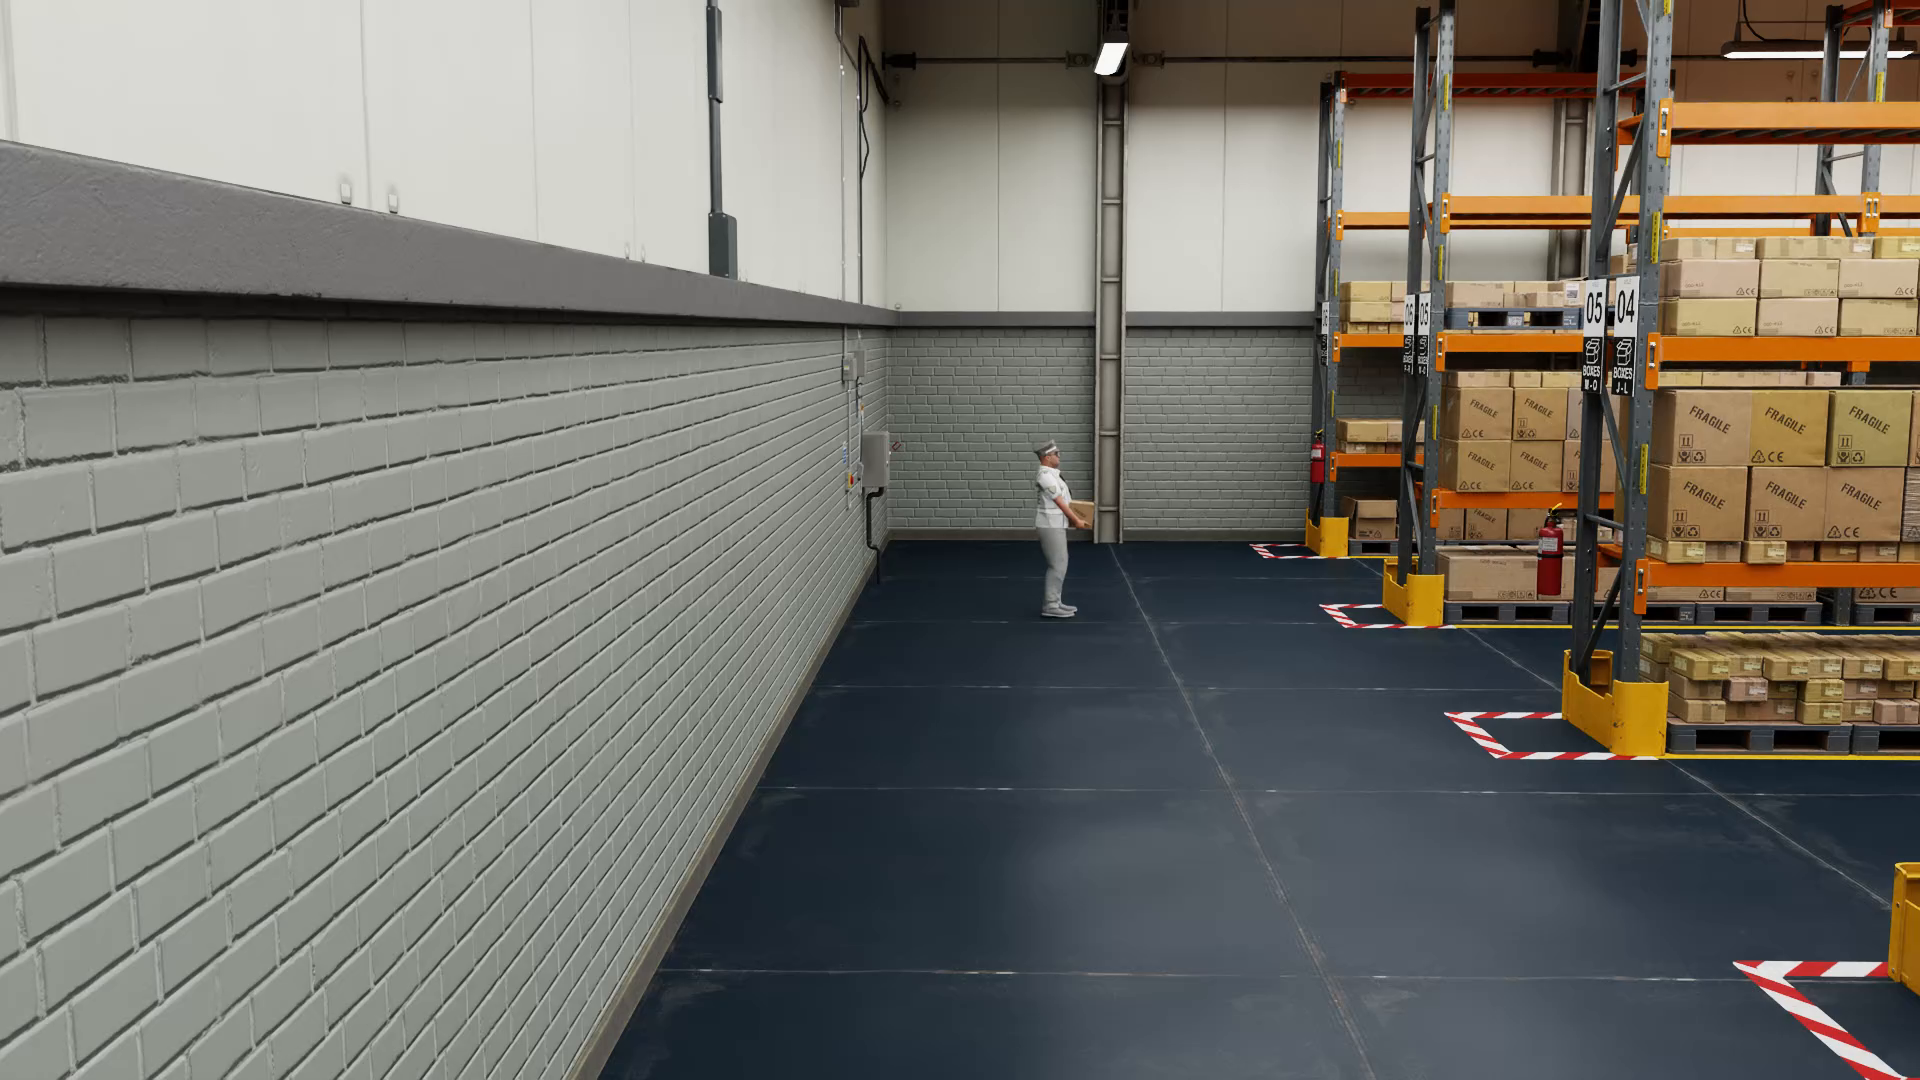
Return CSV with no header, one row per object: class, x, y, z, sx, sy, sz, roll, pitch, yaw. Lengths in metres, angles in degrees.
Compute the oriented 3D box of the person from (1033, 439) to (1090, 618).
person,1.011,-0.126,16.672,0.570,1.763,0.494,0,7,1
